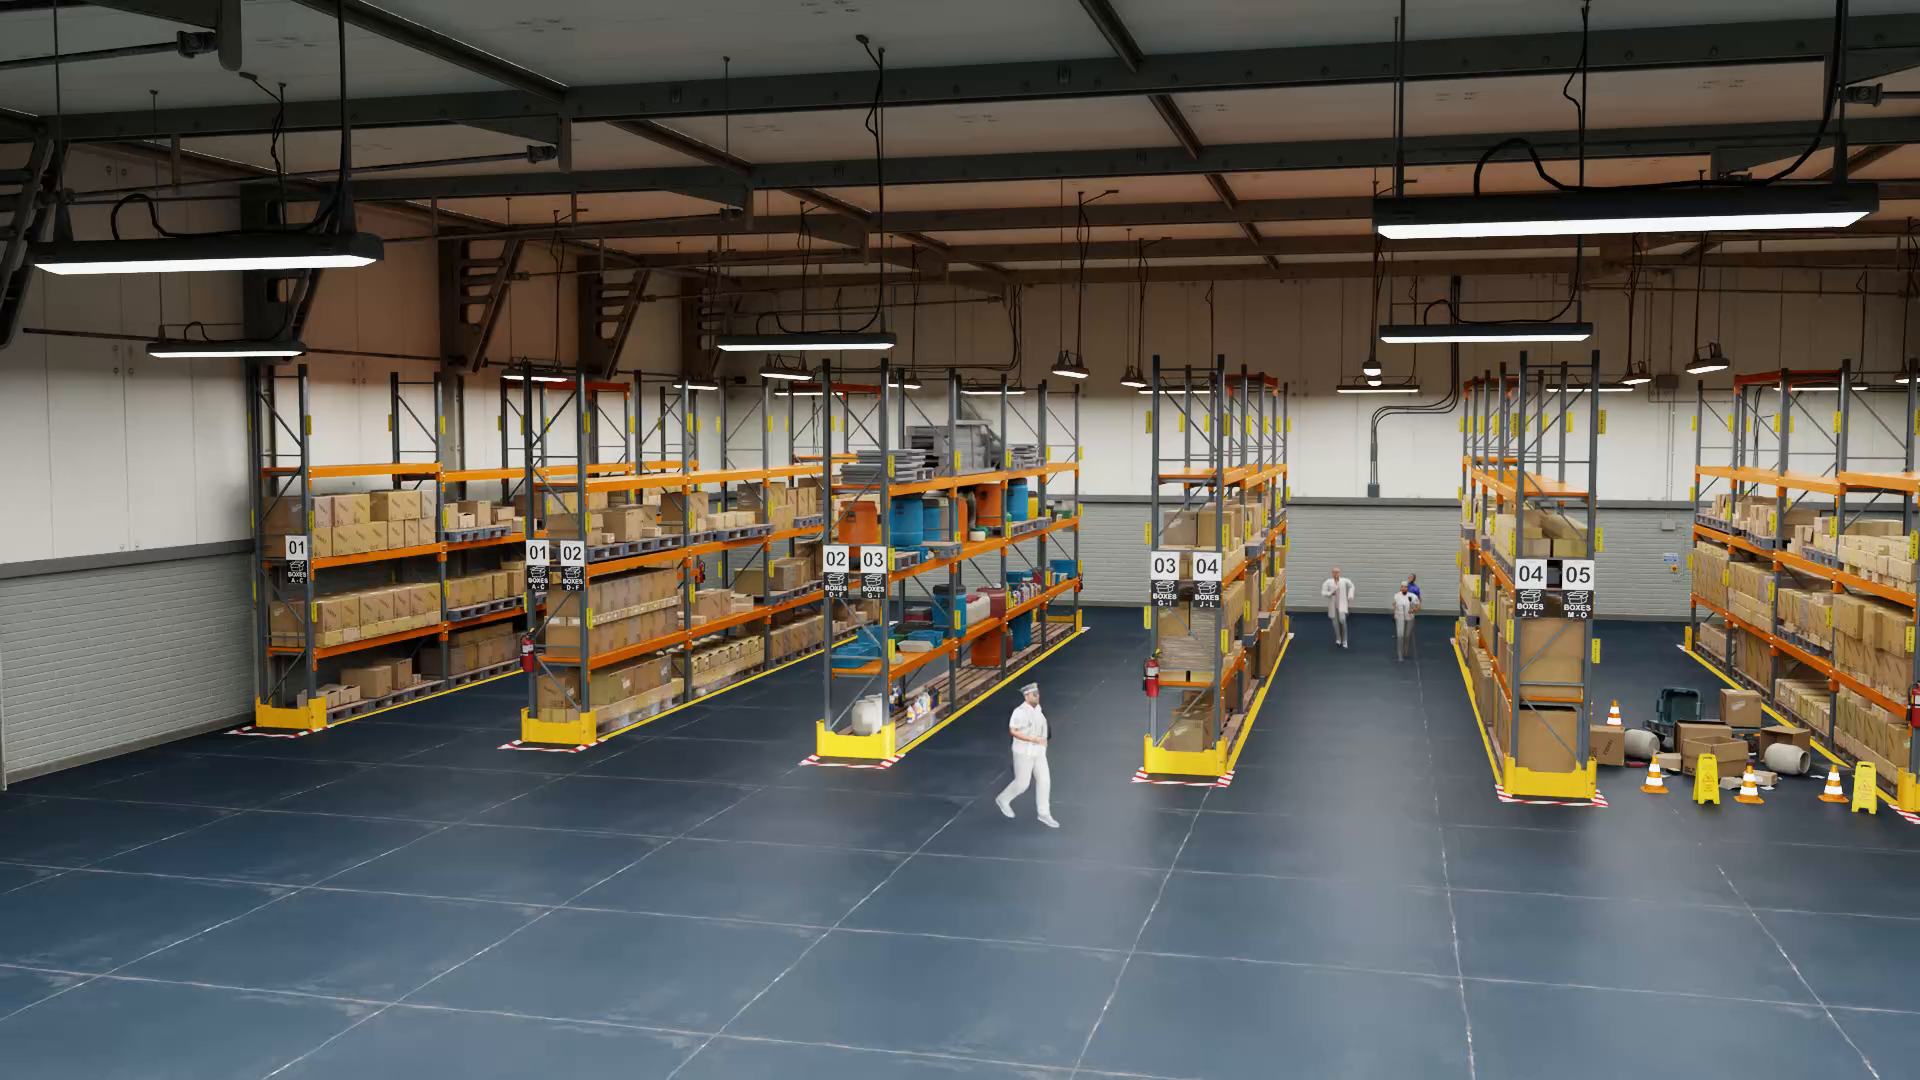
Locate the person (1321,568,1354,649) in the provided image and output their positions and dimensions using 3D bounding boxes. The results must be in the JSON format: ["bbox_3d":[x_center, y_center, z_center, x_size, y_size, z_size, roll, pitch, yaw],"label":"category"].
[{"bbox_3d":[8.520,1.530,37.576,0.681,1.821,0.773,1,4,20],"label":"person"}]

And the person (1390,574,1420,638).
[{"bbox_3d":[10.417,1.544,38.910,0.563,1.549,0.783,-4,5,-43],"label":"person"}]

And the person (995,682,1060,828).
[{"bbox_3d":[0.848,2.675,20.914,0.915,1.797,0.658,4,5,42],"label":"person"}]

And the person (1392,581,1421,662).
[{"bbox_3d":[9.531,1.731,35.526,0.599,1.716,0.797,1,4,17],"label":"person"}]
